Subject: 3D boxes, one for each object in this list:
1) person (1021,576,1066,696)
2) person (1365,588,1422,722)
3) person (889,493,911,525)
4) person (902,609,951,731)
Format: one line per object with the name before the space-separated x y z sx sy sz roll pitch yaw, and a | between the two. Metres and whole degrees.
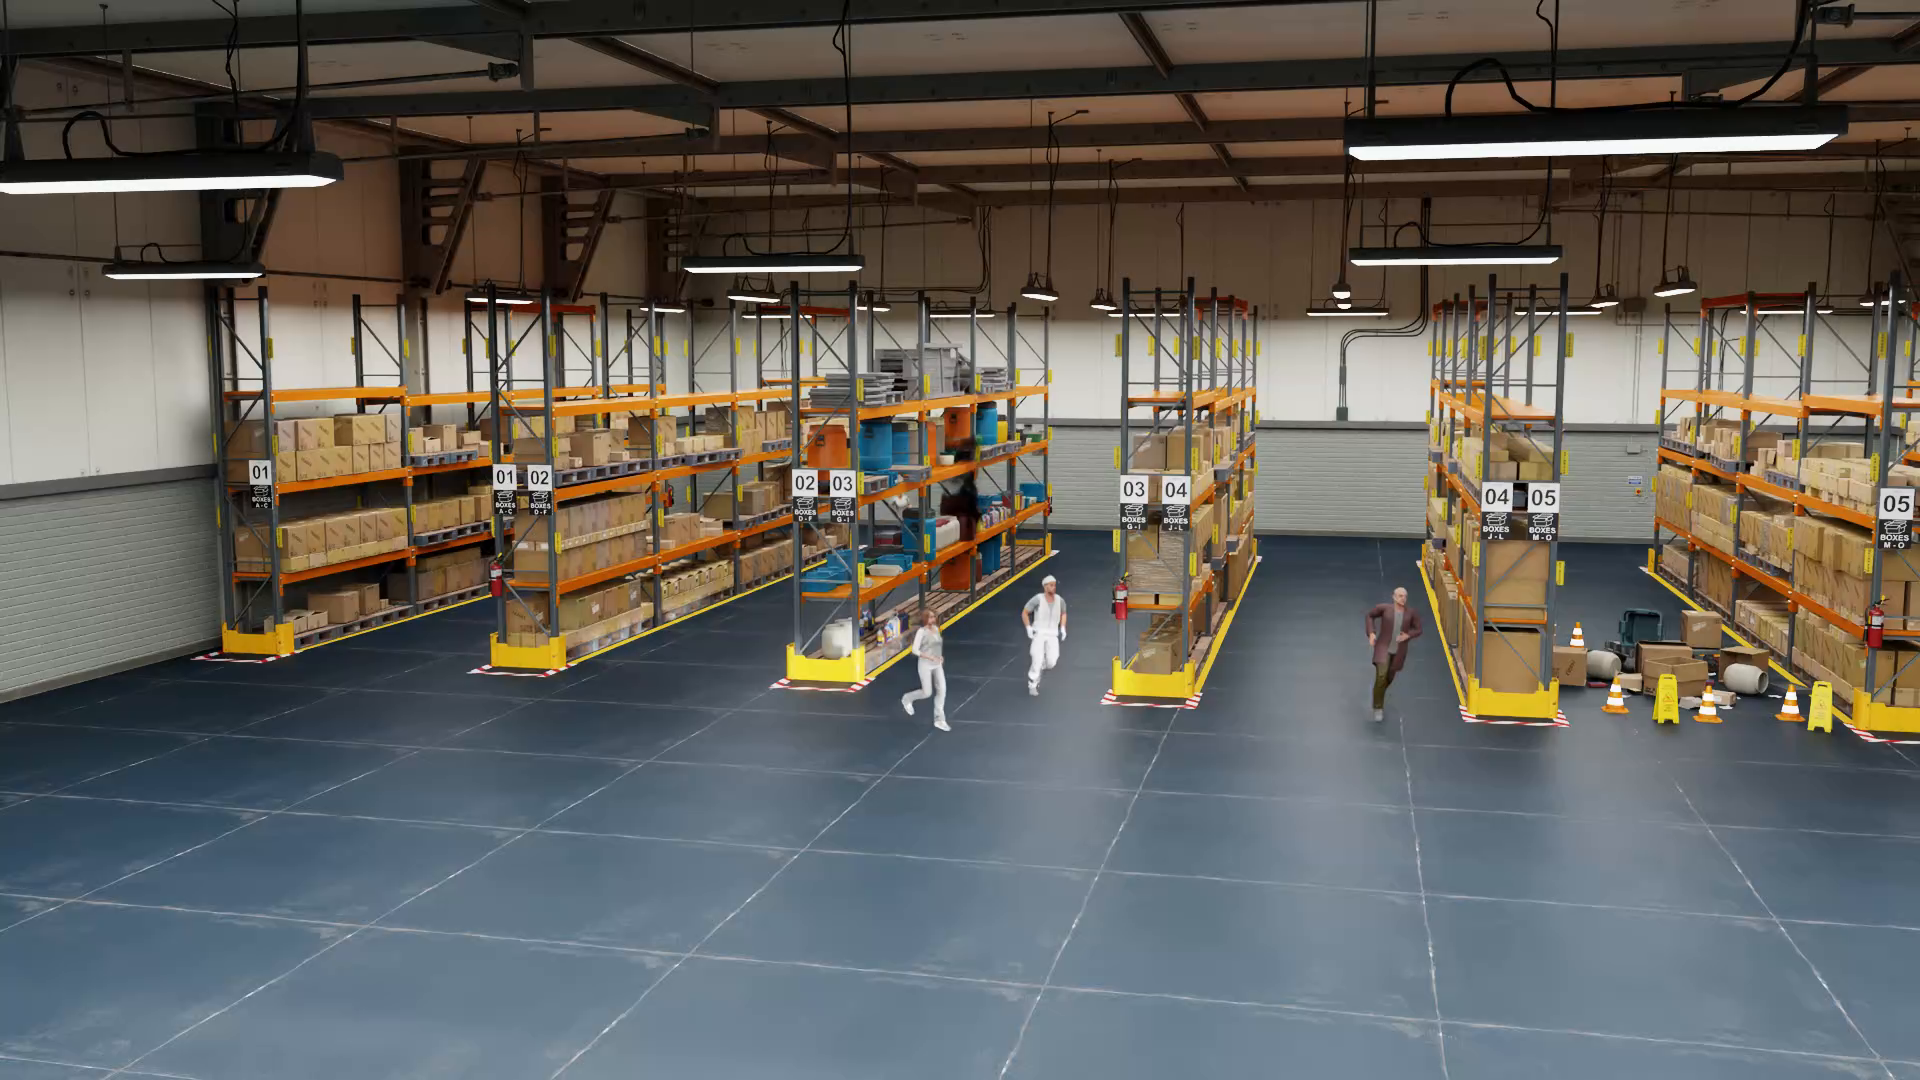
person | 1.247 1.380 24.234 0.710 1.734 0.561 -2 7 -15
person | 5.928 1.570 22.754 0.741 1.680 1.019 0 7 3
person | -1.469 -0.554 41.551 0.629 1.598 0.801 -3 7 -26
person | -0.428 1.698 22.062 0.834 1.594 0.551 6 9 43
